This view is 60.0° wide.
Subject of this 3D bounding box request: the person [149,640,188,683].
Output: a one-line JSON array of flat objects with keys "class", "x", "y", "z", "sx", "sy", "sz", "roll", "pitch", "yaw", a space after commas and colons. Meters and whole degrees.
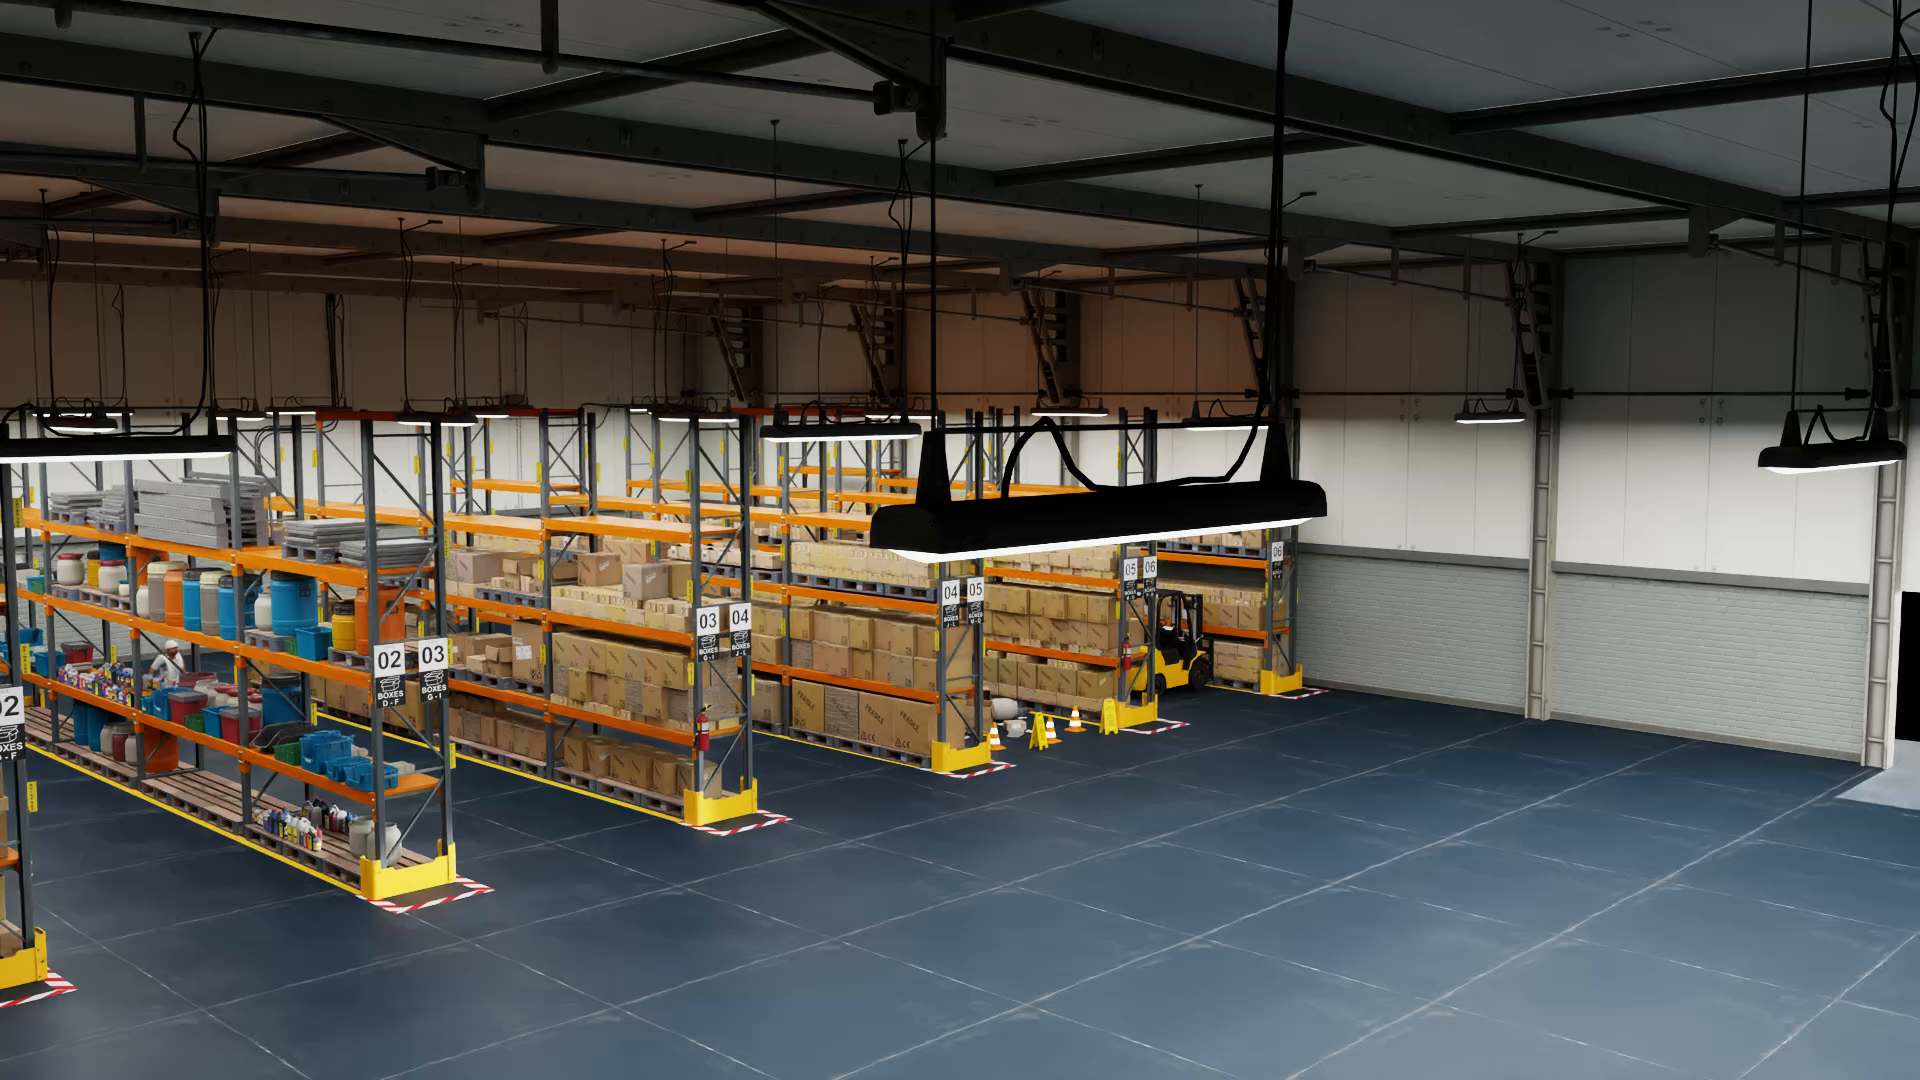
[{"class": "person", "x": -14.686, "y": 2.727, "z": 30.863, "sx": 0.848, "sy": 1.786, "sz": 0.768, "roll": 1, "pitch": 5, "yaw": 16}]
